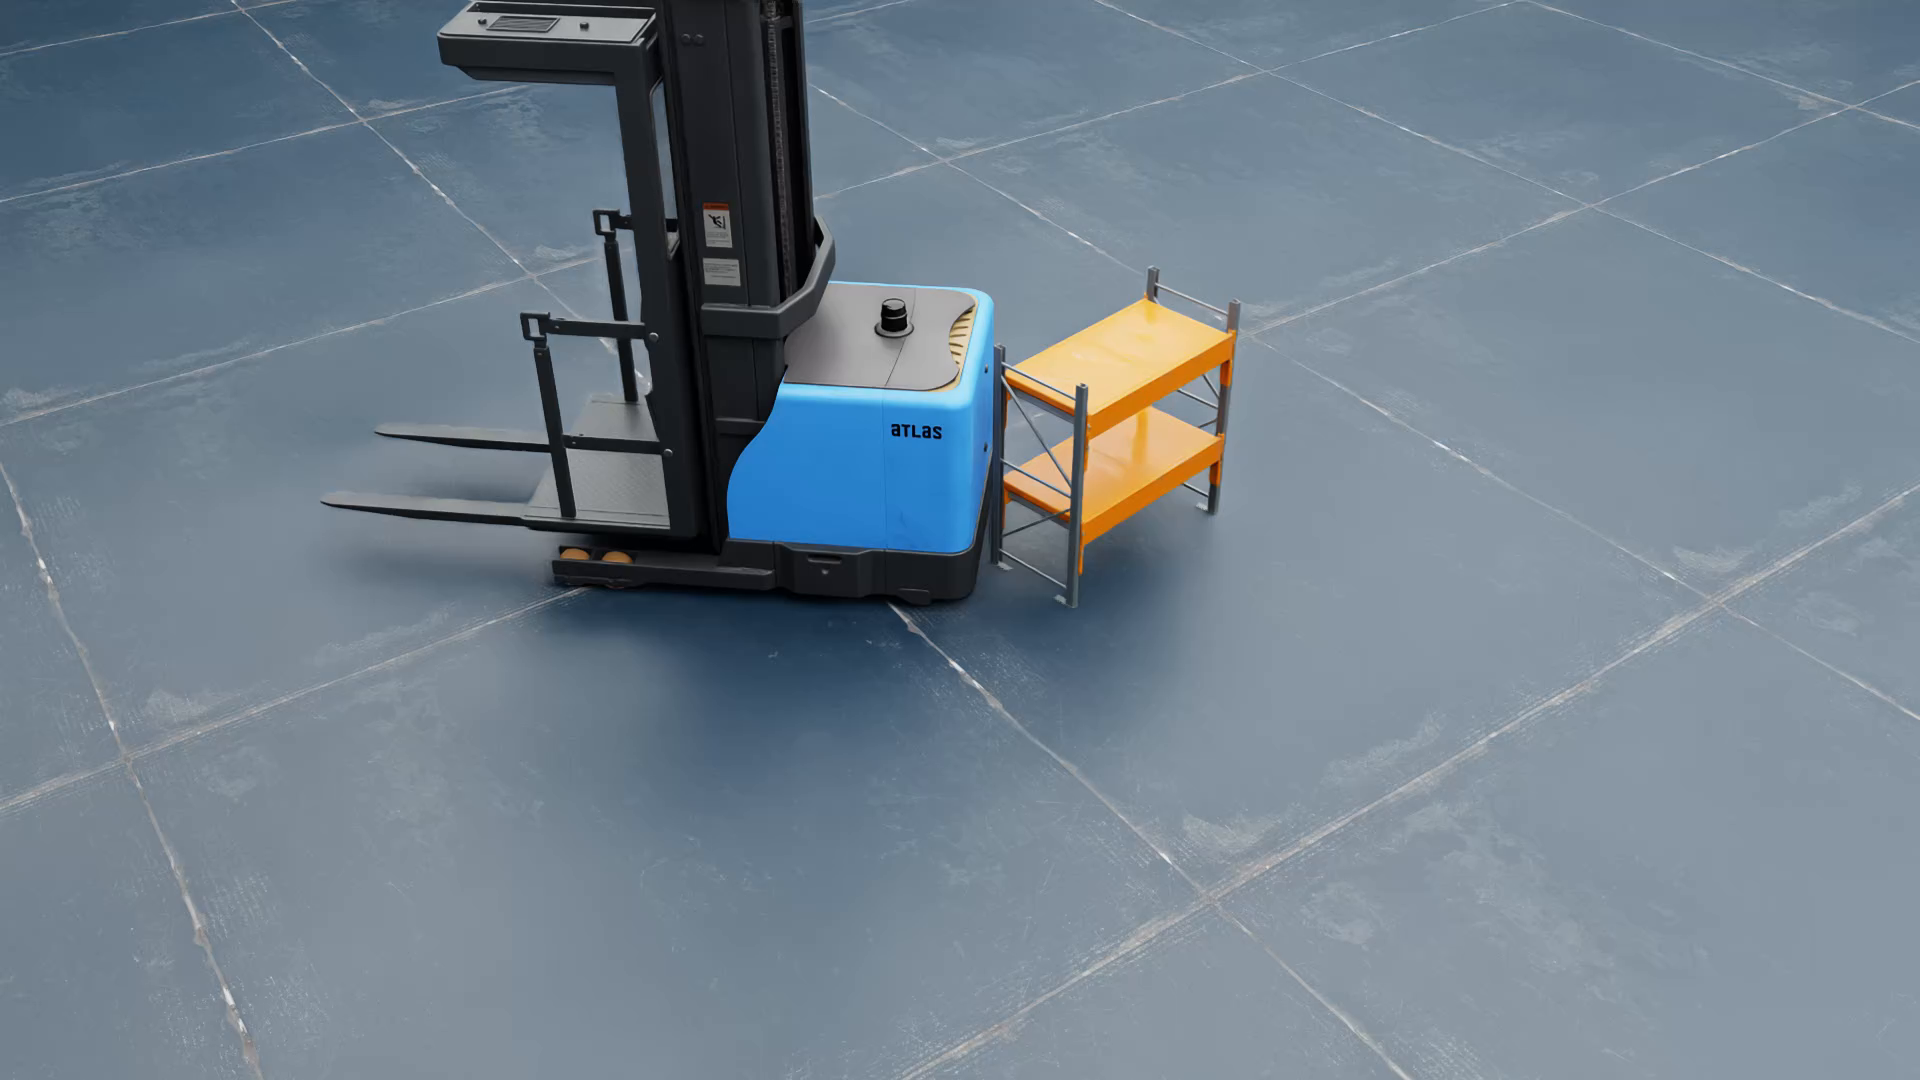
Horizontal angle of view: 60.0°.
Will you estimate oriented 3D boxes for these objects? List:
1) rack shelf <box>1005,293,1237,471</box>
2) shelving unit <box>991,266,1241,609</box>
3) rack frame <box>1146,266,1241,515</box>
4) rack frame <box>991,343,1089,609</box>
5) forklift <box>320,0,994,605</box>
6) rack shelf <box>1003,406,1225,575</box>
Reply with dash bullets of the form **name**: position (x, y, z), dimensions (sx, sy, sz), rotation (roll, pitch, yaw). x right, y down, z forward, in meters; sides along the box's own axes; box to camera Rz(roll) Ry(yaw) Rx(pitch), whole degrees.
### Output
- **rack shelf**: position (0.686, -0.709, 7.271), dimensions (0.538, 0.278, 1.000), rotation (30, 45, 35)
- **shelving unit**: position (0.686, -0.471, 7.442), dimensions (0.538, 1.125, 1.048), rotation (30, 45, 35)
- **rack frame**: position (1.042, -0.683, 7.736), dimensions (0.500, 1.125, 0.032), rotation (30, 45, 35)
- **rack frame**: position (0.330, -0.259, 7.147), dimensions (0.500, 1.125, 0.032), rotation (30, 45, 35)
- **forklift**: position (-1.390, -1.273, 7.009), dimensions (3.031, 2.935, 1.130), rotation (4, 36, 6)
- **rack shelf**: position (0.686, -0.273, 7.585), dimensions (0.538, 0.278, 1.000), rotation (30, 45, 35)
